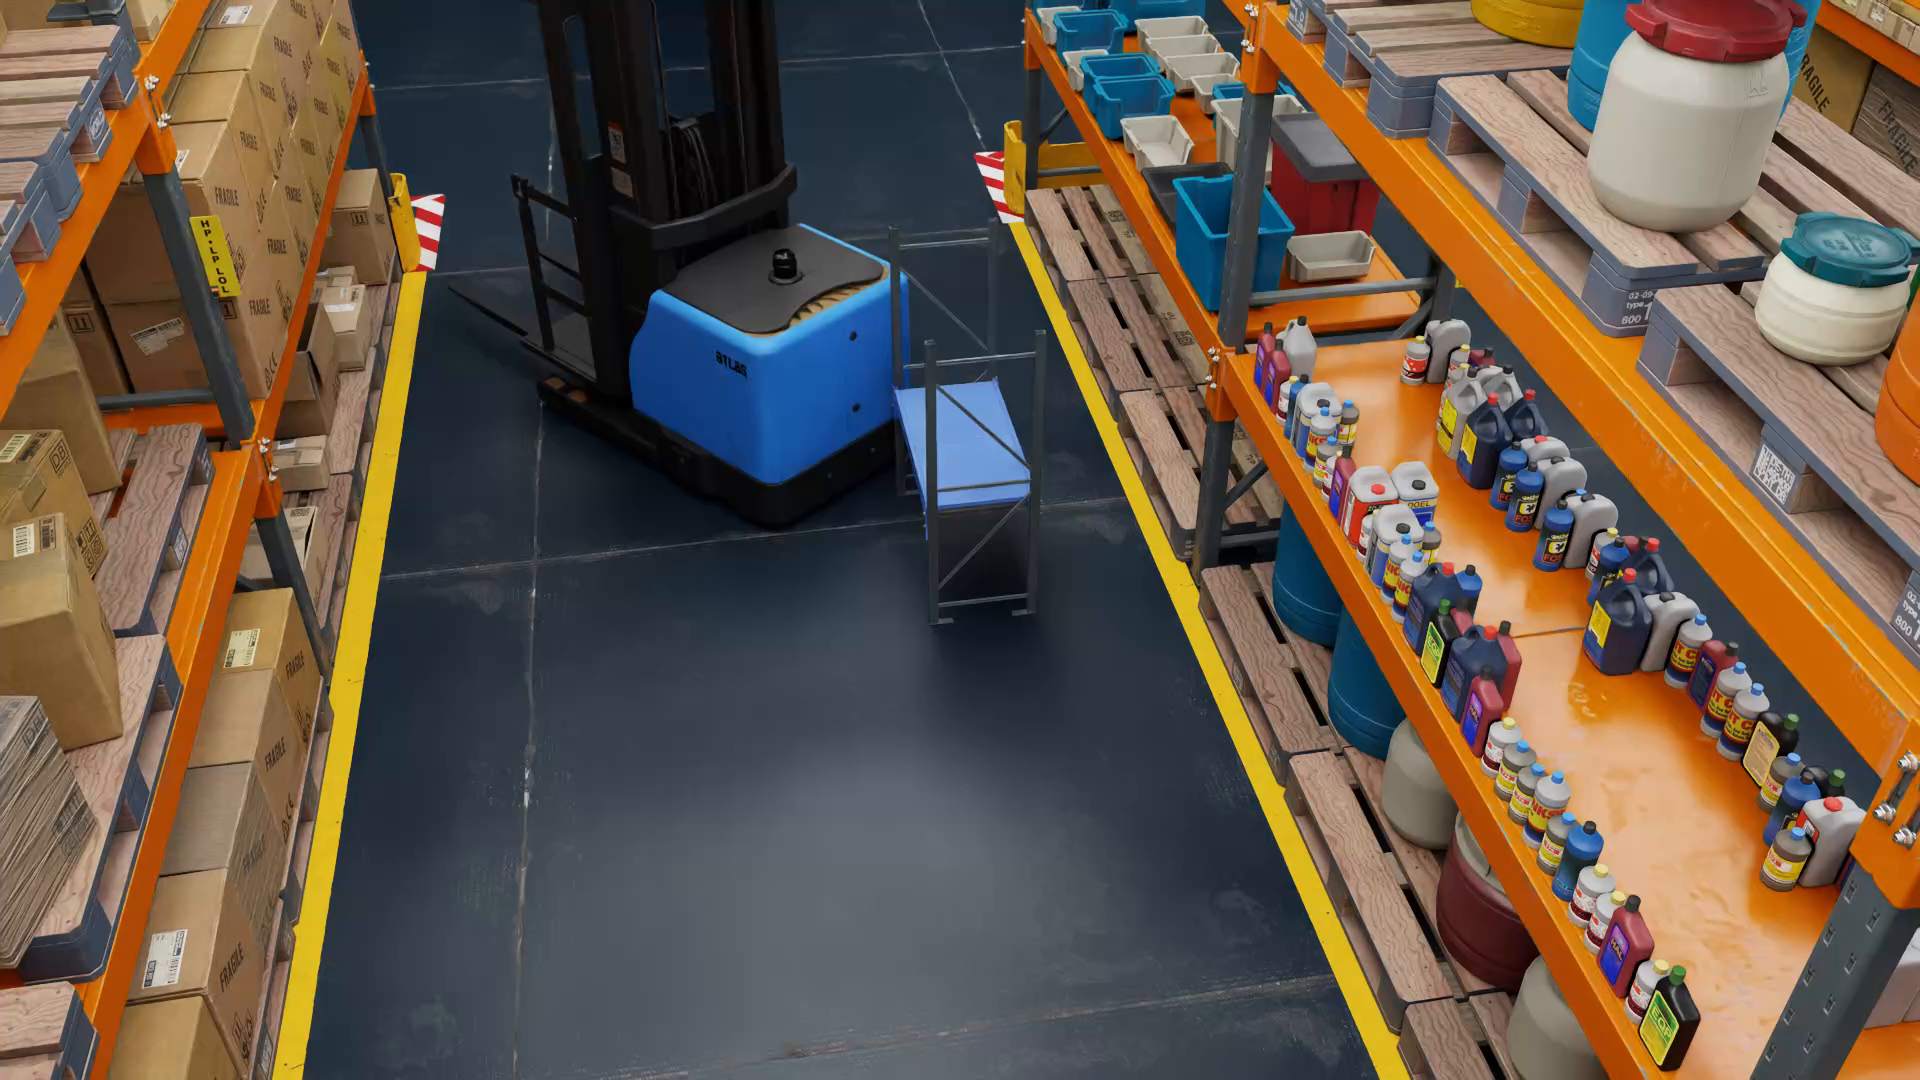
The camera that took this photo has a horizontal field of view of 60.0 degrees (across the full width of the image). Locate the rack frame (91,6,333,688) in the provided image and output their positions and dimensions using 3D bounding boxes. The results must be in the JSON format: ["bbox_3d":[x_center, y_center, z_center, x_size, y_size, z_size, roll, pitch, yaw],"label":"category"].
[{"bbox_3d":[-3.273,-0.518,6.372,1.000,3.000,0.127,-6,38,-8],"label":"rack frame"}]

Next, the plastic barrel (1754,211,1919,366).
[{"bbox_3d":[1.973,-0.560,3.752,0.301,0.262,0.301,0,38,0],"label":"plastic barrel"}]

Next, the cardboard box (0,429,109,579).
[{"bbox_3d":[-3.228,-0.005,5.287,0.700,0.500,0.500,-1,38,-1],"label":"cardboard box"}]

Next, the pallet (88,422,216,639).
[{"bbox_3d":[-3.241,0.052,5.794,1.003,0.211,1.213,-6,38,-8],"label":"pallet"}]

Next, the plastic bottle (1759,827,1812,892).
[{"bbox_3d":[2.347,0.895,4.715,0.097,0.201,0.097,0,38,0],"label":"plastic bottle"}]

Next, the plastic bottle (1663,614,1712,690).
[{"bbox_3d":[2.352,0.351,5.357,0.097,0.271,0.097,0,38,0],"label":"plastic bottle"}]

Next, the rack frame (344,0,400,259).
[{"bbox_3d":[-3.975,-2.934,9.482,1.000,3.000,0.127,-6,38,-8],"label":"rack frame"}]

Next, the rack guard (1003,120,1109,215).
[{"bbox_3d":[0.886,-2.491,10.948,1.175,0.500,0.348,-6,38,-8],"label":"rack guard"}]

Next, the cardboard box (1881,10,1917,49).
[{"bbox_3d":[5.698,-3.028,9.807,0.380,0.149,0.250,-7,38,-9],"label":"cardboard box"}]

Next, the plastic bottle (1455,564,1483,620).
[{"bbox_3d":[1.682,0.197,5.556,0.097,0.271,0.097,0,38,0],"label":"plastic bottle"}]

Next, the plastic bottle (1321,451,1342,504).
[{"bbox_3d":[1.402,-0.238,6.173,0.097,0.201,0.097,0,38,0],"label":"plastic bottle"}]

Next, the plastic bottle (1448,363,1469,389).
[{"bbox_3d":[2.002,-0.613,6.656,0.097,0.201,0.097,0,38,0],"label":"plastic bottle"}]

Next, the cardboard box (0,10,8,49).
[{"bbox_3d":[-3.258,-1.635,4.860,0.600,0.600,0.600,-10,39,-12],"label":"cardboard box"}]

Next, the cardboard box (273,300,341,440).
[{"bbox_3d":[-3.608,-0.840,8.463,0.797,0.503,0.637,-6,38,-8],"label":"cardboard box"}]

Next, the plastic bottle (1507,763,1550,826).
[{"bbox_3d":[1.686,0.742,4.911,0.097,0.201,0.097,0,38,0],"label":"plastic bottle"}]

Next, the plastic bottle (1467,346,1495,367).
[{"bbox_3d":[2.077,-0.664,6.655,0.061,0.283,0.133,-6,38,-8],"label":"plastic bottle"}]

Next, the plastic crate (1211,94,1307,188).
[{"bbox_3d":[1.518,-1.968,8.285,0.437,0.282,0.530,-6,38,-8],"label":"plastic crate"}]

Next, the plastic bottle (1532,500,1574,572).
[{"bbox_3d":[2.088,-0.023,5.840,0.097,0.271,0.097,0,38,0],"label":"plastic bottle"}]

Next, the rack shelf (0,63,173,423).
[{"bbox_3d":[-2.923,-0.211,4.117,1.077,0.370,4.000,-6,38,-8],"label":"rack shelf"}]

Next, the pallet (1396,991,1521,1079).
[{"bbox_3d":[2.126,1.997,5.408,1.003,0.211,1.213,-6,38,-8],"label":"pallet"}]

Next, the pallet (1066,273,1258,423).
[{"bbox_3d":[1.220,-1.126,9.427,1.003,0.211,1.213,-6,38,-8],"label":"pallet"}]

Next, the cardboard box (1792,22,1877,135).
[{"bbox_3d":[5.970,-2.946,10.887,0.875,0.875,0.875,-6,38,-8],"label":"cardboard box"}]

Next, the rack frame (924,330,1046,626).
[{"bbox_3d":[0.104,-0.234,7.228,0.500,1.500,0.032,-6,38,-8],"label":"rack frame"}]

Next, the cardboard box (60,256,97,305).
[{"bbox_3d":[-3.617,-1.230,6.392,0.500,0.500,0.500,-6,38,-8],"label":"cardboard box"}]

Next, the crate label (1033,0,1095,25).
[{"bbox_3d":[0.622,-3.238,9.960,0.416,0.233,0.303,-6,38,-8],"label":"crate label"}]

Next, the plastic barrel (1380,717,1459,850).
[{"bbox_3d":[1.818,0.877,6.262,0.421,0.512,0.421,0,38,0],"label":"plastic barrel"}]

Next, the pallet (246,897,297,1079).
[{"bbox_3d":[-2.876,1.809,5.650,1.003,0.211,1.213,-6,38,-8],"label":"pallet"}]

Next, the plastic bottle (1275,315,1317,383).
[{"bbox_3d":[1.354,-0.757,6.720,0.144,0.351,0.185,-6,38,-8],"label":"plastic bottle"}]

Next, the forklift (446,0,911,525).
[{"bbox_3d":[-1.663,-2.009,8.347,3.031,2.935,1.130,29,46,32],"label":"forklift"}]

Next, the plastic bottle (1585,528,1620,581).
[{"bbox_3d":[2.255,0.047,5.807,0.097,0.201,0.097,0,38,0],"label":"plastic bottle"}]

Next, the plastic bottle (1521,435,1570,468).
[{"bbox_3d":[2.144,-0.271,6.155,0.152,0.276,0.135,-6,38,-8],"label":"plastic bottle"}]

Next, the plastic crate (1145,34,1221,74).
[{"bbox_3d":[1.260,-2.735,9.391,0.396,0.136,0.243,-6,38,-8],"label":"plastic crate"}]

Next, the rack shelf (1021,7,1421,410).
[{"bbox_3d":[1.253,-1.973,8.830,1.077,0.370,4.000,-6,38,-8],"label":"rack shelf"}]

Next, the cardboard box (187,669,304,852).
[{"bbox_3d":[-2.826,0.862,6.274,0.500,0.500,0.500,-6,38,-8],"label":"cardboard box"}]

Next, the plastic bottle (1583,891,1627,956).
[{"bbox_3d":[1.772,1.036,4.533,0.097,0.201,0.097,0,38,0],"label":"plastic bottle"}]

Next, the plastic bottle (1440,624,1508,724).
[{"bbox_3d":[1.627,0.397,5.234,0.144,0.351,0.185,-6,38,-8],"label":"plastic bottle"}]

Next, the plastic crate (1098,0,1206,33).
[{"bbox_3d":[1.145,-3.320,9.901,0.616,0.435,0.499,-6,38,-8],"label":"plastic crate"}]

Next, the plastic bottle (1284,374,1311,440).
[{"bbox_3d":[1.327,-0.523,6.484,0.097,0.271,0.097,0,38,0],"label":"plastic bottle"}]

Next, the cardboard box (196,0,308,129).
[{"bbox_3d":[-3.351,-2.201,7.642,0.500,0.500,0.500,-5,38,-7],"label":"cardboard box"}]

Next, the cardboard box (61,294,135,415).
[{"bbox_3d":[-3.614,-0.832,6.694,0.500,0.500,0.500,-6,38,-7],"label":"cardboard box"}]

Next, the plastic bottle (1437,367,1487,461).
[{"bbox_3d":[1.945,-0.494,6.381,0.144,0.351,0.185,-6,38,-8],"label":"plastic bottle"}]

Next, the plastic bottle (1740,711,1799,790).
[{"bbox_3d":[2.447,0.613,5.011,0.061,0.283,0.133,-6,38,-8],"label":"plastic bottle"}]

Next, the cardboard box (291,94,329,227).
[{"bbox_3d":[-3.363,-1.813,7.957,0.500,0.500,0.500,-7,38,-9],"label":"cardboard box"}]

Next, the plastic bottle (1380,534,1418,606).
[{"bbox_3d":[1.506,0.095,5.687,0.097,0.271,0.097,0,38,0],"label":"plastic bottle"}]

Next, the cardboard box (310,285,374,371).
[{"bbox_3d":[-3.500,-1.143,9.059,0.500,0.250,0.500,-6,38,-8],"label":"cardboard box"}]

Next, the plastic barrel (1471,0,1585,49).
[{"bbox_3d":[1.964,-1.944,5.266,0.600,0.588,0.600,0,38,0],"label":"plastic barrel"}]

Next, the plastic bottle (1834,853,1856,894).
[{"bbox_3d":[2.535,0.914,4.624,0.061,0.283,0.133,-6,38,-8],"label":"plastic bottle"}]

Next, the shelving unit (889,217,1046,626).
[{"bbox_3d":[0.015,-0.541,7.623,0.538,1.500,1.048,-6,38,-8],"label":"shelving unit"}]

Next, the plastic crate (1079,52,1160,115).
[{"bbox_3d":[0.853,-2.442,8.936,0.416,0.233,0.300,-6,38,-8],"label":"plastic crate"}]
